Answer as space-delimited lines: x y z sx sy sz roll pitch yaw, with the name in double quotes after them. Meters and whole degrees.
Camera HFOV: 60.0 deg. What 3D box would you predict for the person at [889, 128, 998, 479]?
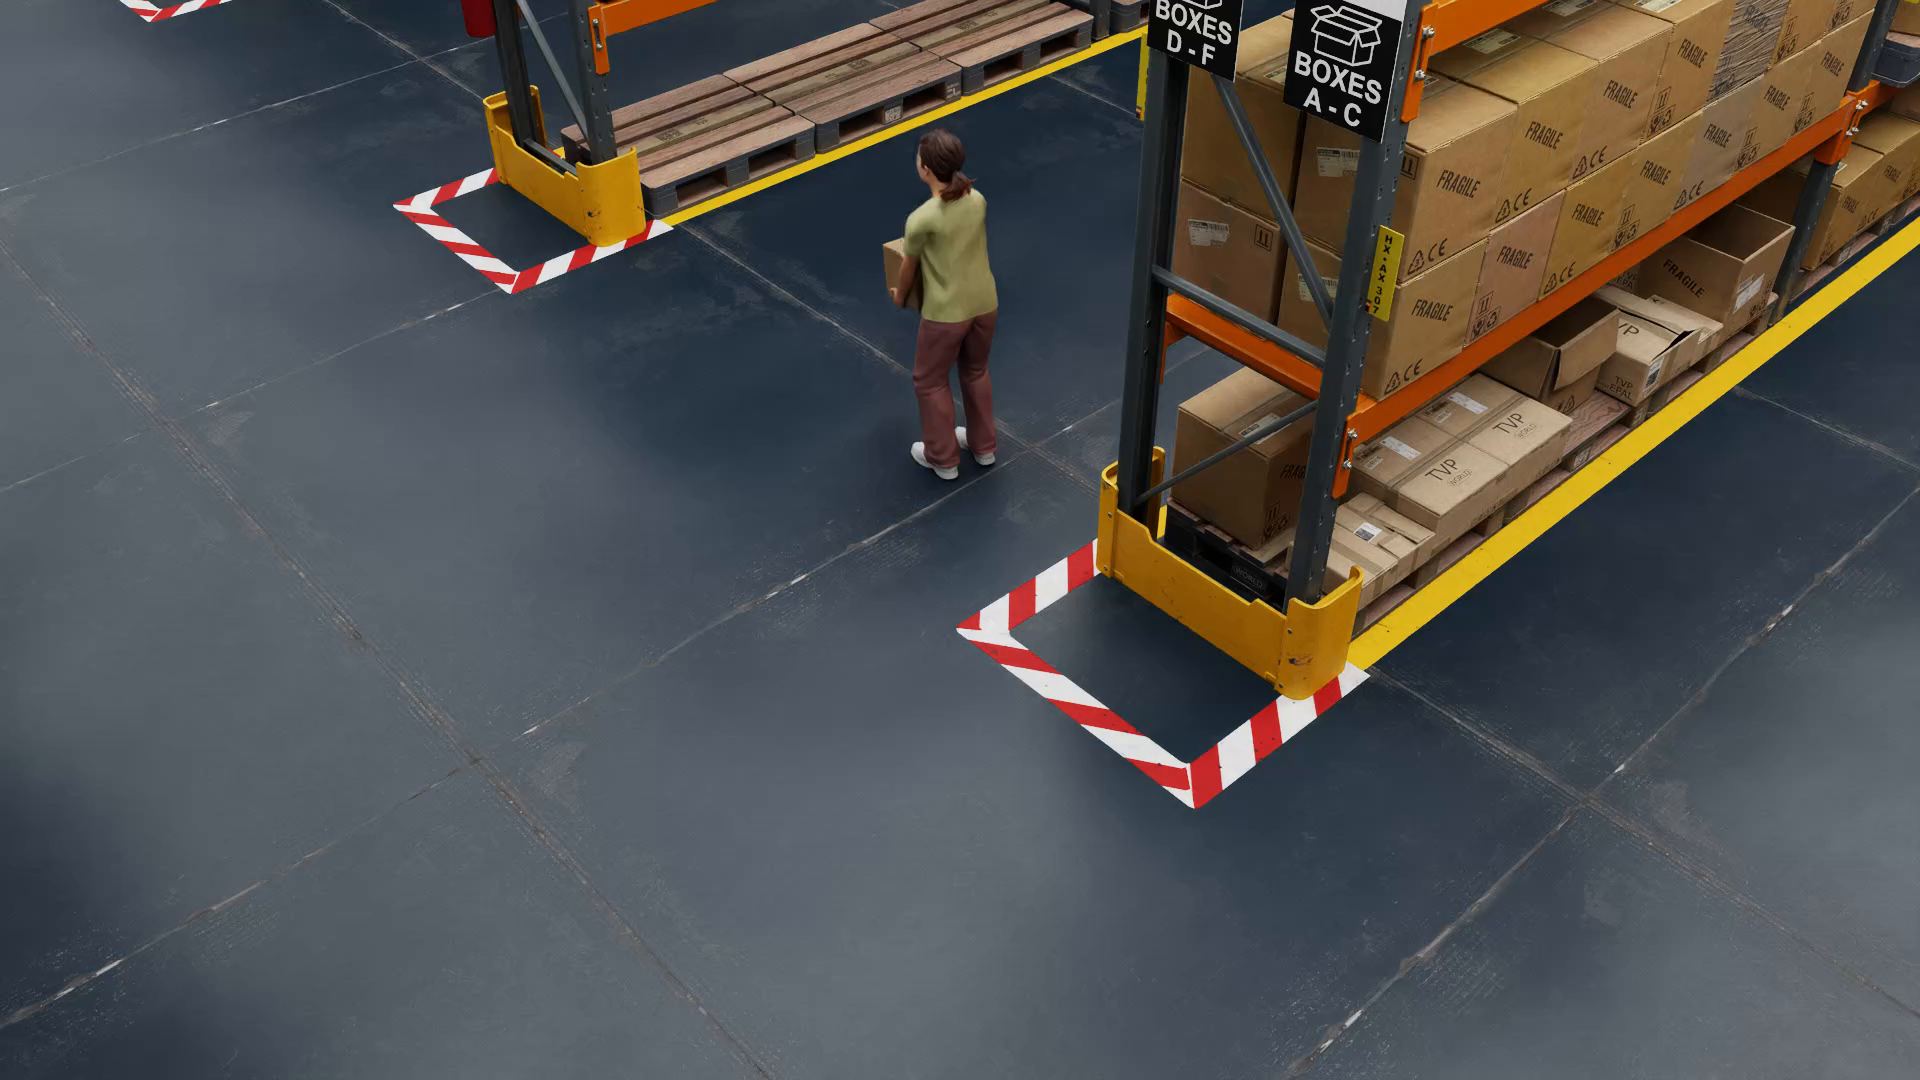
-0.074 -1.056 7.435 0.407 1.658 0.503 -25 46 -26 "person"
